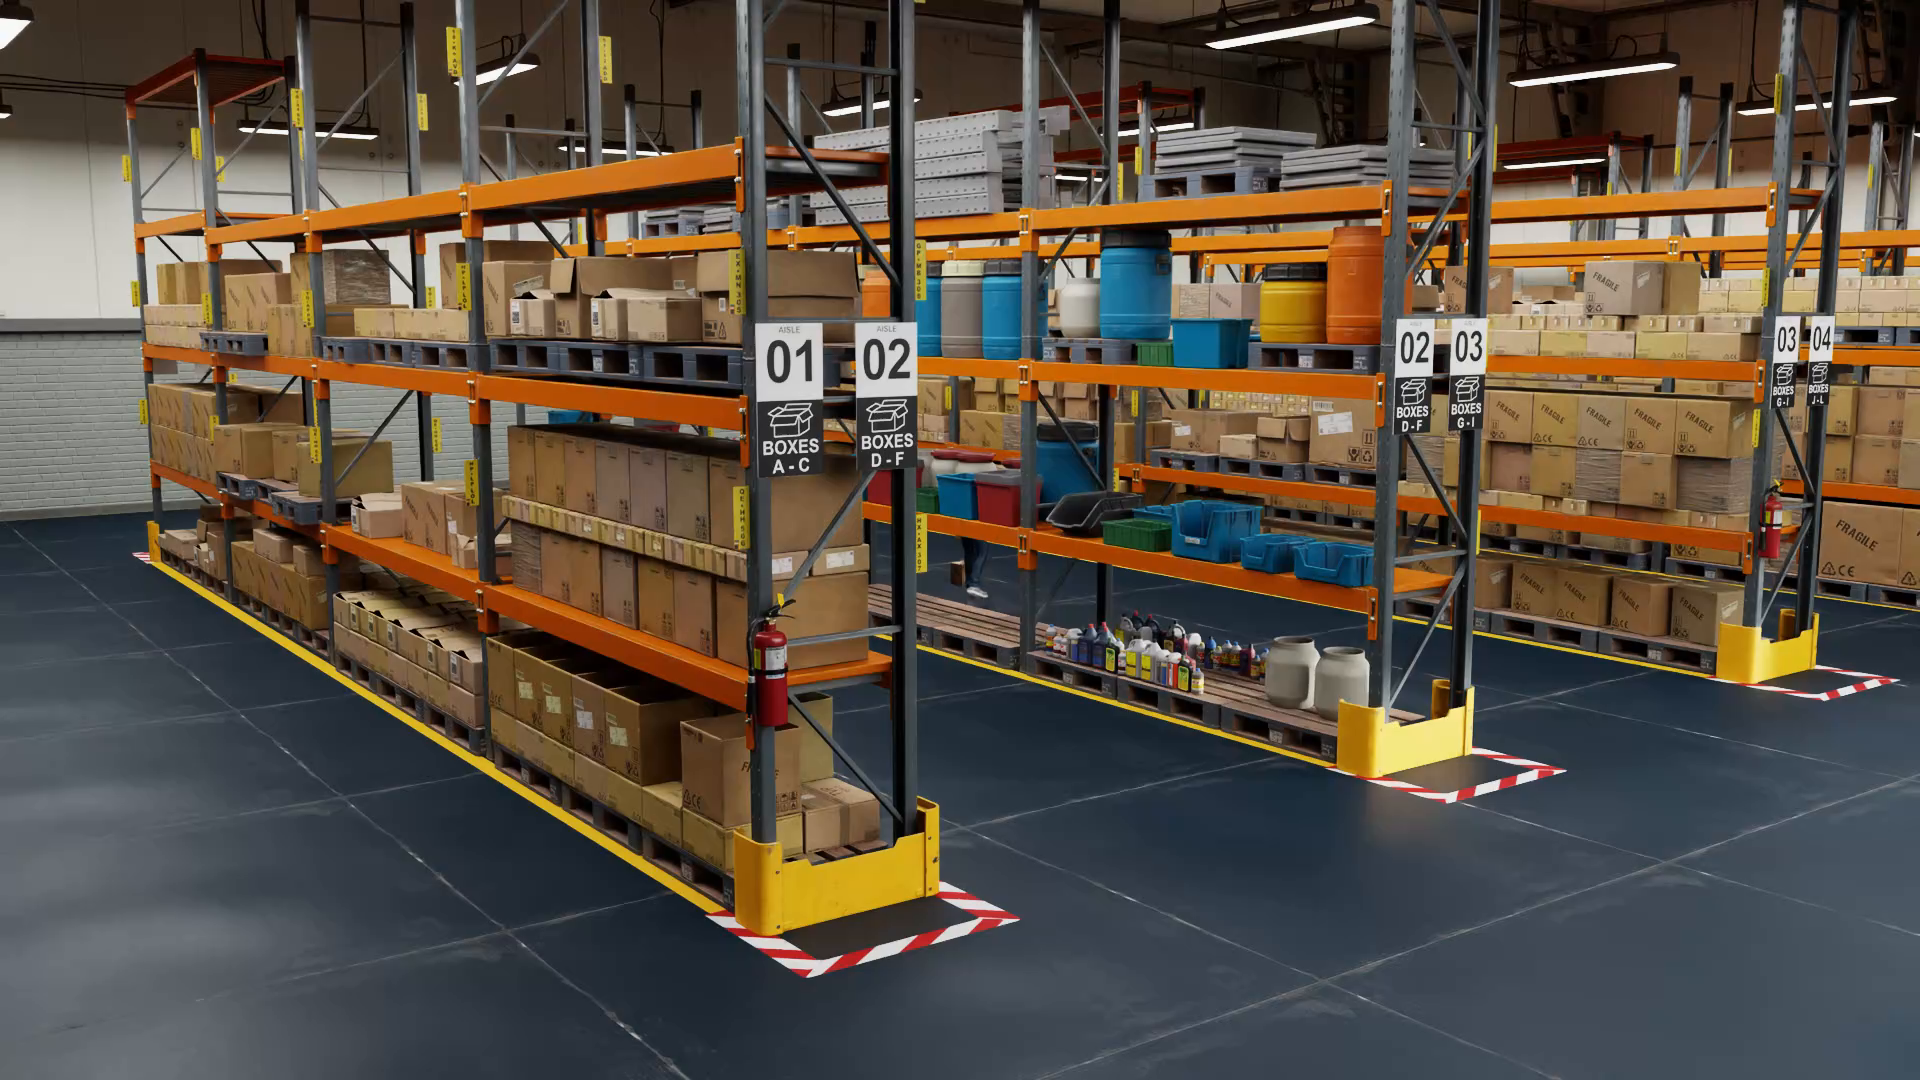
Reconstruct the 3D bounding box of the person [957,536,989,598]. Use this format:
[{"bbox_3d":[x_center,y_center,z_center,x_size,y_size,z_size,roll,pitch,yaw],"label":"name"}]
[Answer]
[{"bbox_3d":[0.176,-0.123,18.720,0.466,1.567,0.867,3,8,18],"label":"person"}]
